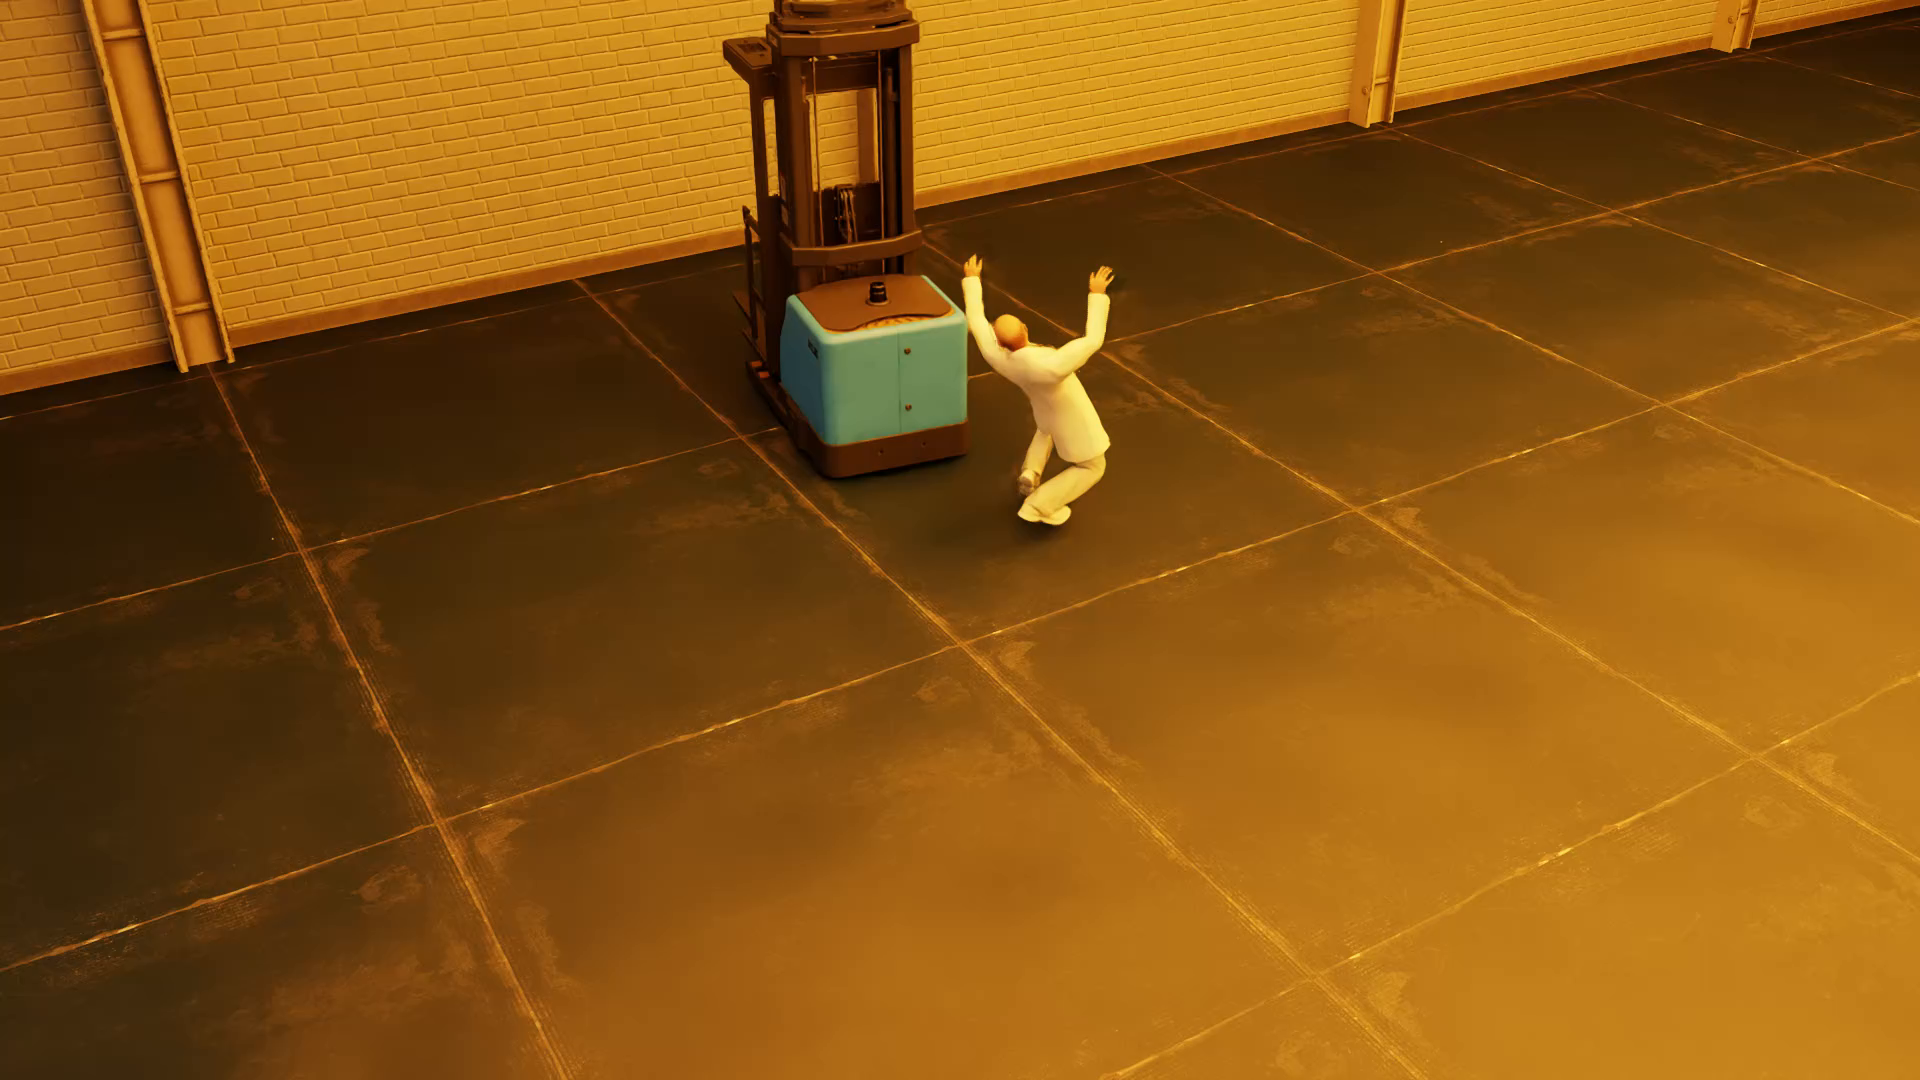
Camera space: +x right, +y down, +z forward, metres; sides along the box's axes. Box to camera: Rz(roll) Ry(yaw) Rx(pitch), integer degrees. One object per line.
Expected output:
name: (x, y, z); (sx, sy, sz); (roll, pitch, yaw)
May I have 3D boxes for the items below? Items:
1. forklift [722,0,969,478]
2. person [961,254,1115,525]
forklift: (-0.957, -2.414, 11.678); (1.130, 2.935, 3.031); (-12, 33, -19)
person: (0.461, -0.940, 10.377); (0.807, 1.730, 1.102); (-25, 39, -35)
